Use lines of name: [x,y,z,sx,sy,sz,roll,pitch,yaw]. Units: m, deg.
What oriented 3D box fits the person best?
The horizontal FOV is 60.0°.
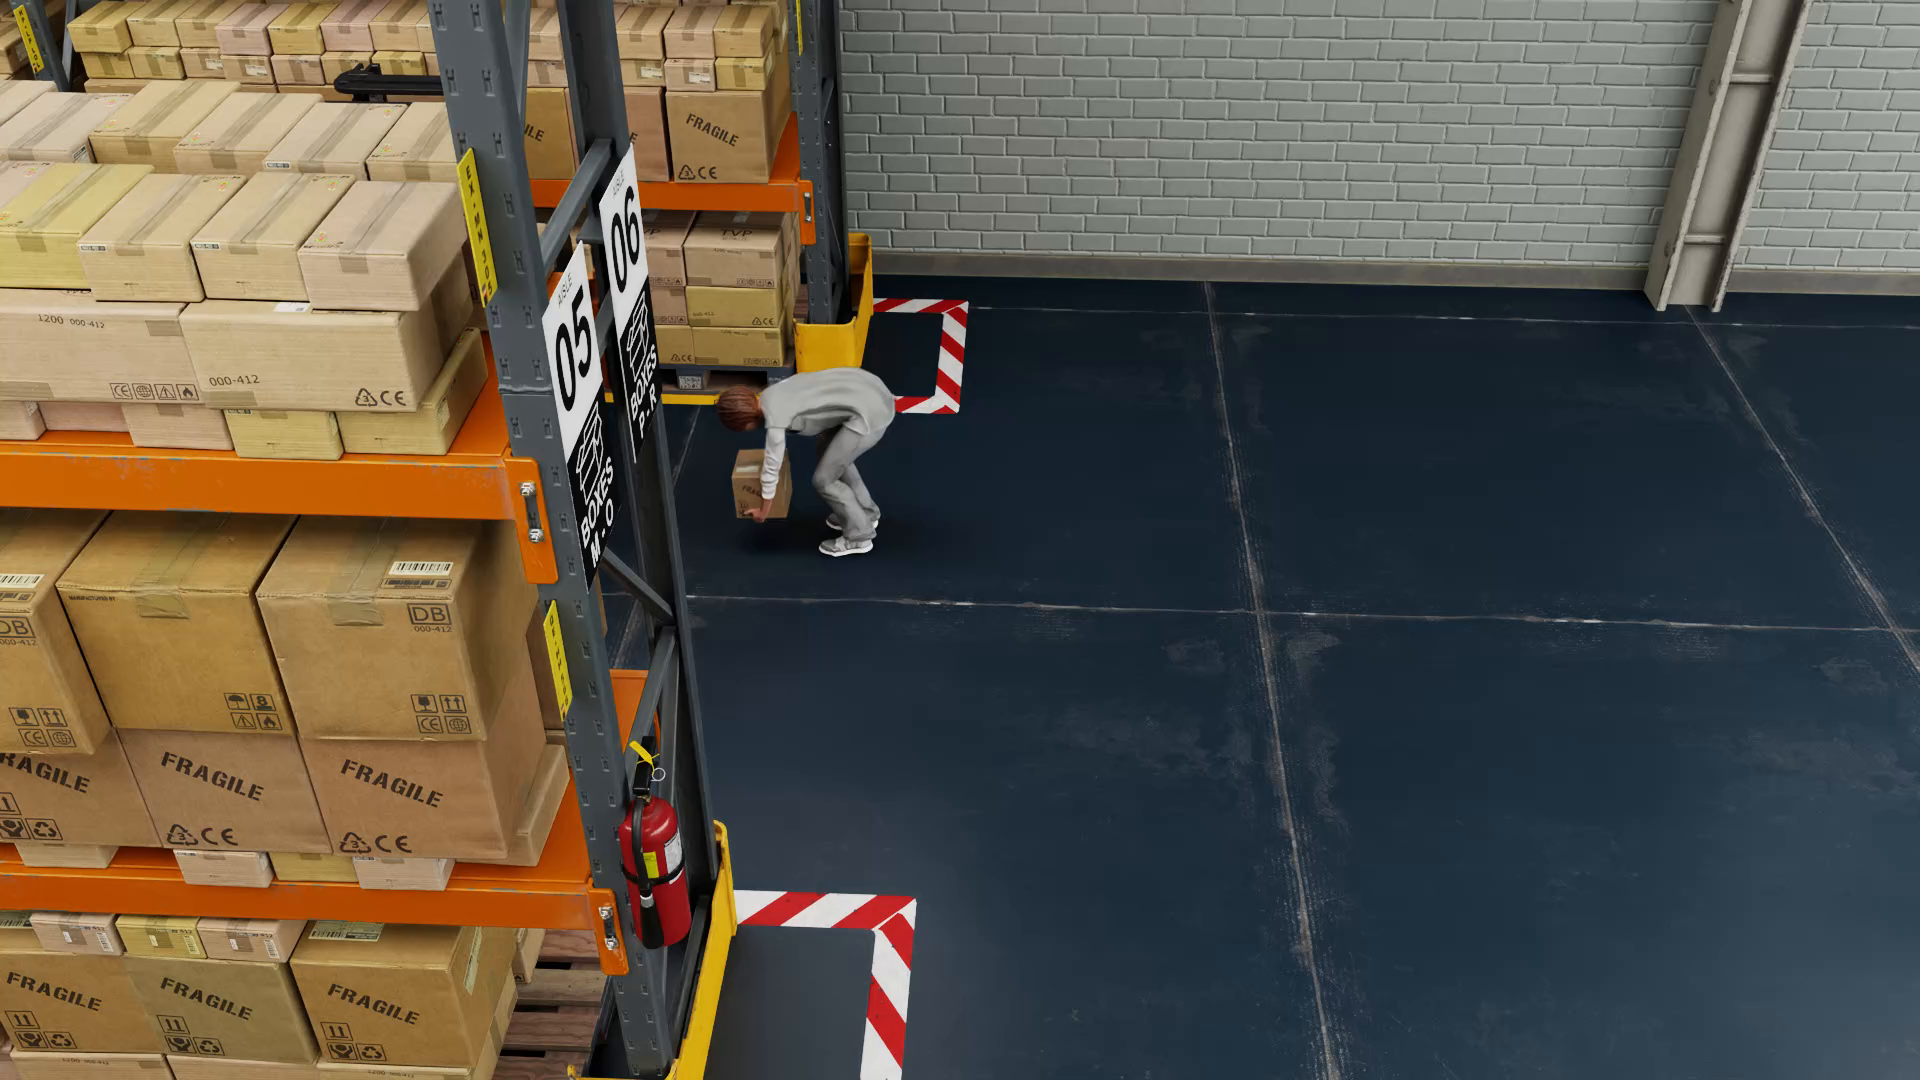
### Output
person: [-0.745,-0.399,8.199,0.870,0.970,0.405,0,36,0]
